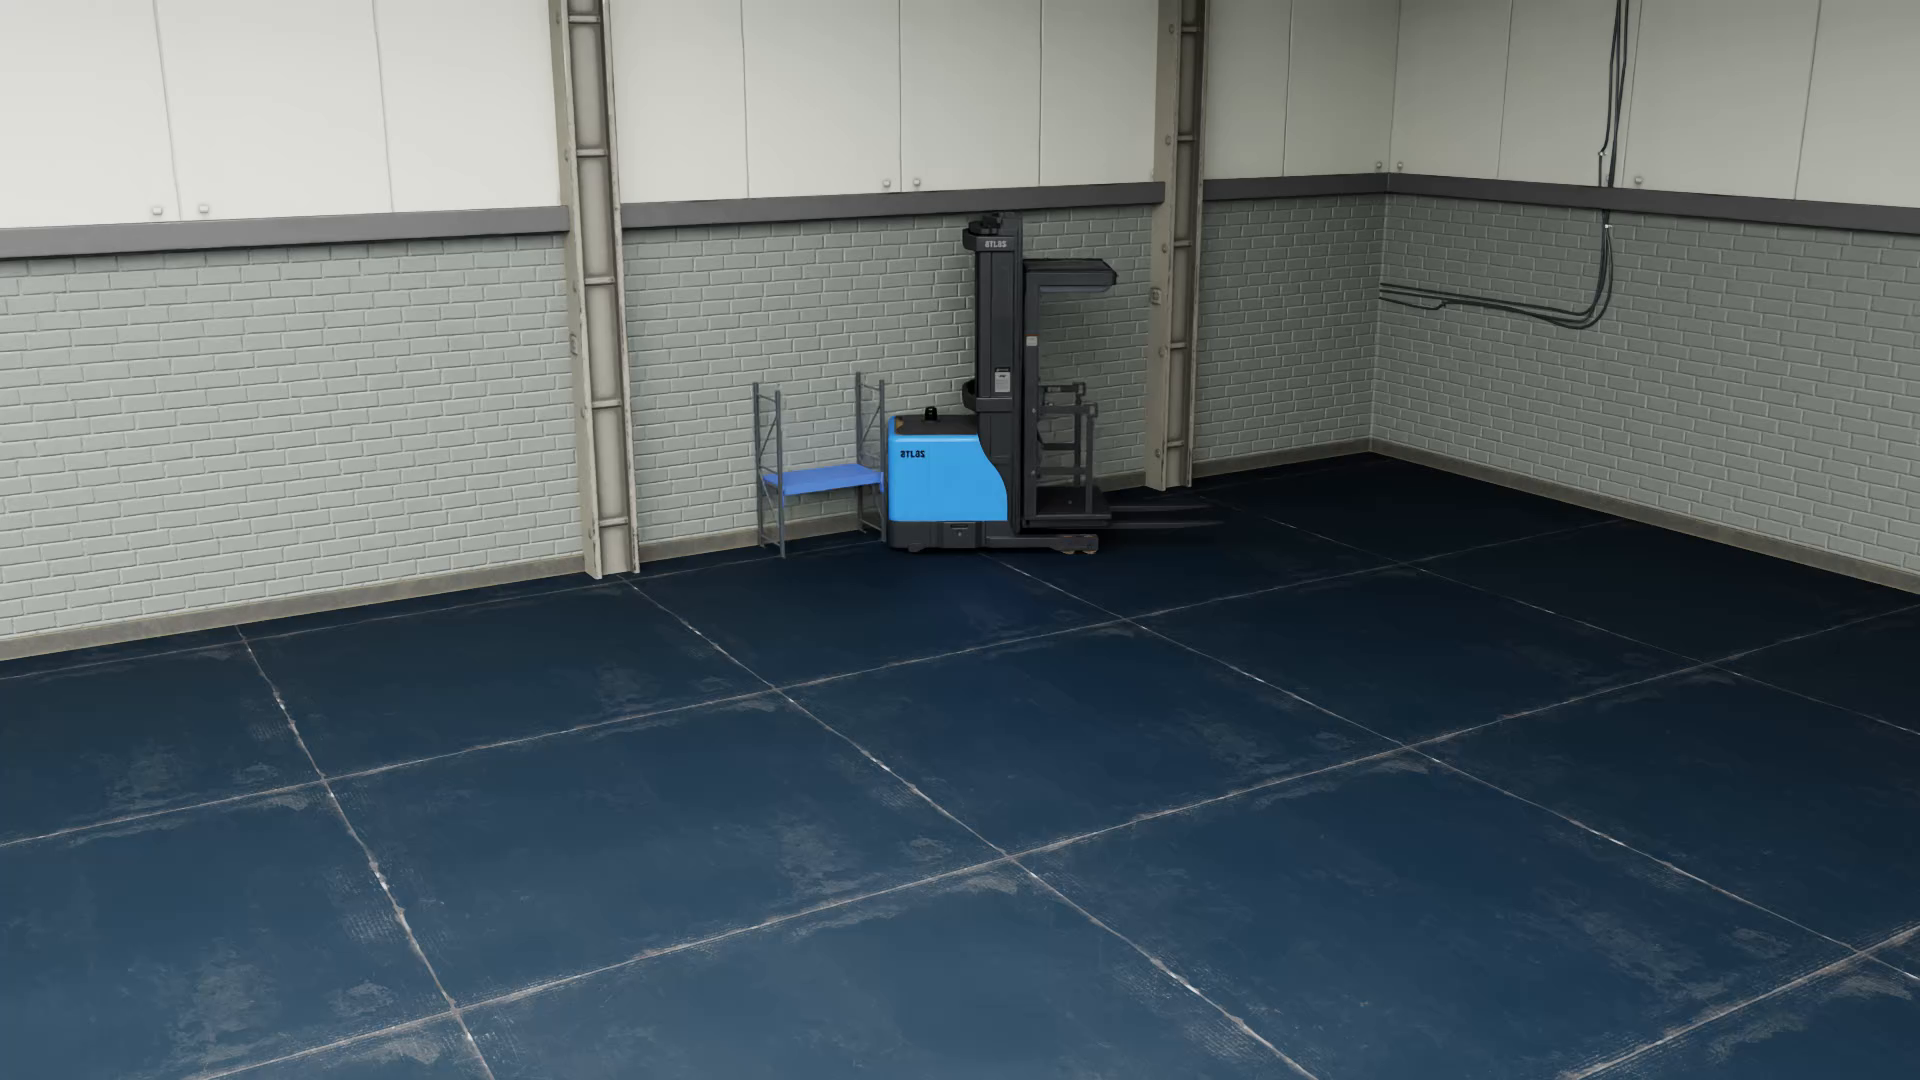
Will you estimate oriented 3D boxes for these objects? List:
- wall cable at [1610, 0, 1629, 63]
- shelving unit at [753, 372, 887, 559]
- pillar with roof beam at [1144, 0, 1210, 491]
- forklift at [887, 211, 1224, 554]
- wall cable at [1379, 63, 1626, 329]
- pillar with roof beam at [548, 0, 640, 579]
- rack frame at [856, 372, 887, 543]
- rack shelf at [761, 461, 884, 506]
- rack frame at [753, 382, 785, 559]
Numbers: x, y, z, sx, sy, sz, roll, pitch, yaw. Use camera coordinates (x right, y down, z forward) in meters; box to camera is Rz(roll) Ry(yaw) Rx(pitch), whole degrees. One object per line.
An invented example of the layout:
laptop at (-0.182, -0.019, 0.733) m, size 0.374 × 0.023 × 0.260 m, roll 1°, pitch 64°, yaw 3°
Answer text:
wall cable at (6.755, -5.312, 13.924) m, size 0.112 × 2.526 × 3.097 m, roll -9°, pitch 18°, yaw -30°
shelving unit at (-1.246, -0.684, 14.913) m, size 1.048 × 1.500 × 0.538 m, roll -9°, pitch 18°, yaw -30°
pillar with roof beam at (4.373, -3.902, 12.496) m, size 0.400 × 9.000 × 9.100 m, roll -9°, pitch 18°, yaw -30°
forklift at (0.856, -1.427, 14.910) m, size 3.031 × 2.935 × 1.130 m, roll -1°, pitch 16°, yaw -2°
wall cable at (5.362, -3.506, 16.838) m, size 0.112 × 2.526 × 3.097 m, roll -9°, pitch 18°, yaw -30°
pillar with roof beam at (-0.771, -3.068, 9.521) m, size 0.400 × 9.000 × 9.100 m, roll -9°, pitch 18°, yaw -30°
rack frame at (-0.810, -0.755, 15.165) m, size 0.032 × 1.500 × 0.500 m, roll -9°, pitch 18°, yaw -30°
rack shelf at (-1.246, -0.511, 14.961) m, size 1.000 × 0.185 × 0.538 m, roll -9°, pitch 18°, yaw -30°
rack frame at (-1.682, -0.614, 14.660) m, size 0.032 × 1.500 × 0.500 m, roll -9°, pitch 18°, yaw -30°
